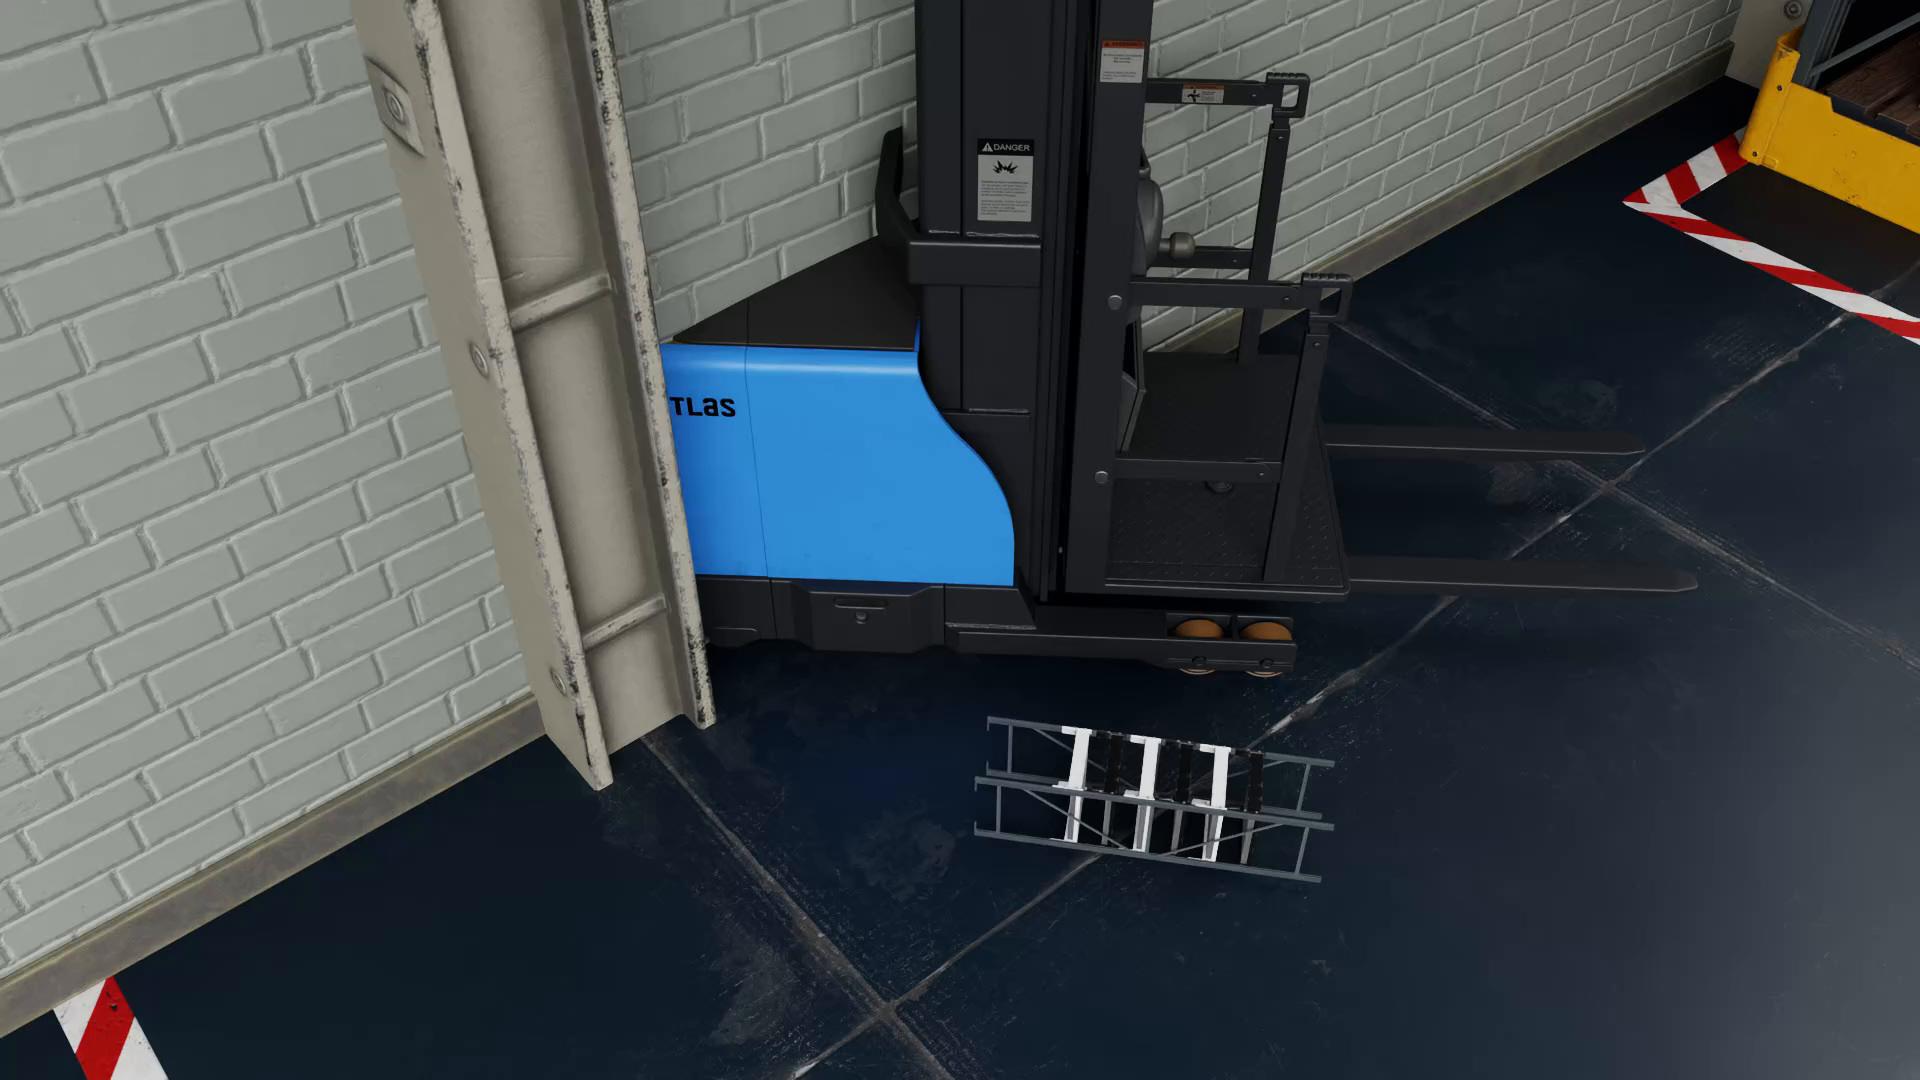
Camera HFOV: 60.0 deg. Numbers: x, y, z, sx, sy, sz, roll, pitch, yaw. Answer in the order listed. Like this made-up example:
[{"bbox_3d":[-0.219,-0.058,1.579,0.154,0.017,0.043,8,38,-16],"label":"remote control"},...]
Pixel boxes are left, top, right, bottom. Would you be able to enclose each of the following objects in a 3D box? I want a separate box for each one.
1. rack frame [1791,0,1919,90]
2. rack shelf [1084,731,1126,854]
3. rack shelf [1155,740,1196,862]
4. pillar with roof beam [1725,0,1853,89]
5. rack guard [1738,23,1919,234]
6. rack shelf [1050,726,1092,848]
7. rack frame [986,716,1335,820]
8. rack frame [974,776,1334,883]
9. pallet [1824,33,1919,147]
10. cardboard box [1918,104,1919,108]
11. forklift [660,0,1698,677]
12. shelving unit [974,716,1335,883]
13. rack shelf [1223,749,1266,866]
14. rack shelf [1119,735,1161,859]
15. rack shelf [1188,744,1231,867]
[{"bbox_3d":[3.685,-2.450,5.668,0.127,3.000,1.000,-30,51,-28],"label":"rack frame"},{"bbox_3d":[0.377,0.657,4.335,0.077,0.258,0.200,7,44,7],"label":"rack shelf"},{"bbox_3d":[0.554,0.678,4.313,0.077,0.258,0.200,7,44,7],"label":"rack shelf"},{"bbox_3d":[6.429,-3.138,2.018,0.400,9.000,9.100,-30,51,-28],"label":"pillar with roof beam"},{"bbox_3d":[3.744,-1.573,6.559,0.348,0.500,1.175,-30,51,-28],"label":"rack guard"},{"bbox_3d":[0.288,0.647,4.346,0.077,0.258,0.200,7,44,7],"label":"rack shelf"},{"bbox_3d":[0.516,0.603,4.393,0.900,0.240,0.006,7,44,7],"label":"rack frame"},{"bbox_3d":[0.482,0.740,4.247,0.900,0.240,0.006,7,44,7],"label":"rack frame"},{"bbox_3d":[4.389,-1.806,7.018,1.213,0.211,1.003,-30,51,-28],"label":"pallet"},{"bbox_3d":[4.274,-1.887,6.711,0.500,0.311,0.500,33,52,30],"label":"cardboard box"},{"bbox_3d":[0.627,-1.047,4.224,3.031,2.935,1.130,2,43,2],"label":"forklift"},{"bbox_3d":[0.499,0.672,4.320,0.900,0.258,0.210,7,44,7],"label":"shelving unit"},{"bbox_3d":[0.732,0.699,4.291,0.077,0.258,0.200,7,44,7],"label":"rack shelf"},{"bbox_3d":[0.466,0.668,4.324,0.077,0.258,0.200,7,44,7],"label":"rack shelf"},{"bbox_3d":[0.643,0.688,4.302,0.077,0.258,0.200,7,44,7],"label":"rack shelf"}]
